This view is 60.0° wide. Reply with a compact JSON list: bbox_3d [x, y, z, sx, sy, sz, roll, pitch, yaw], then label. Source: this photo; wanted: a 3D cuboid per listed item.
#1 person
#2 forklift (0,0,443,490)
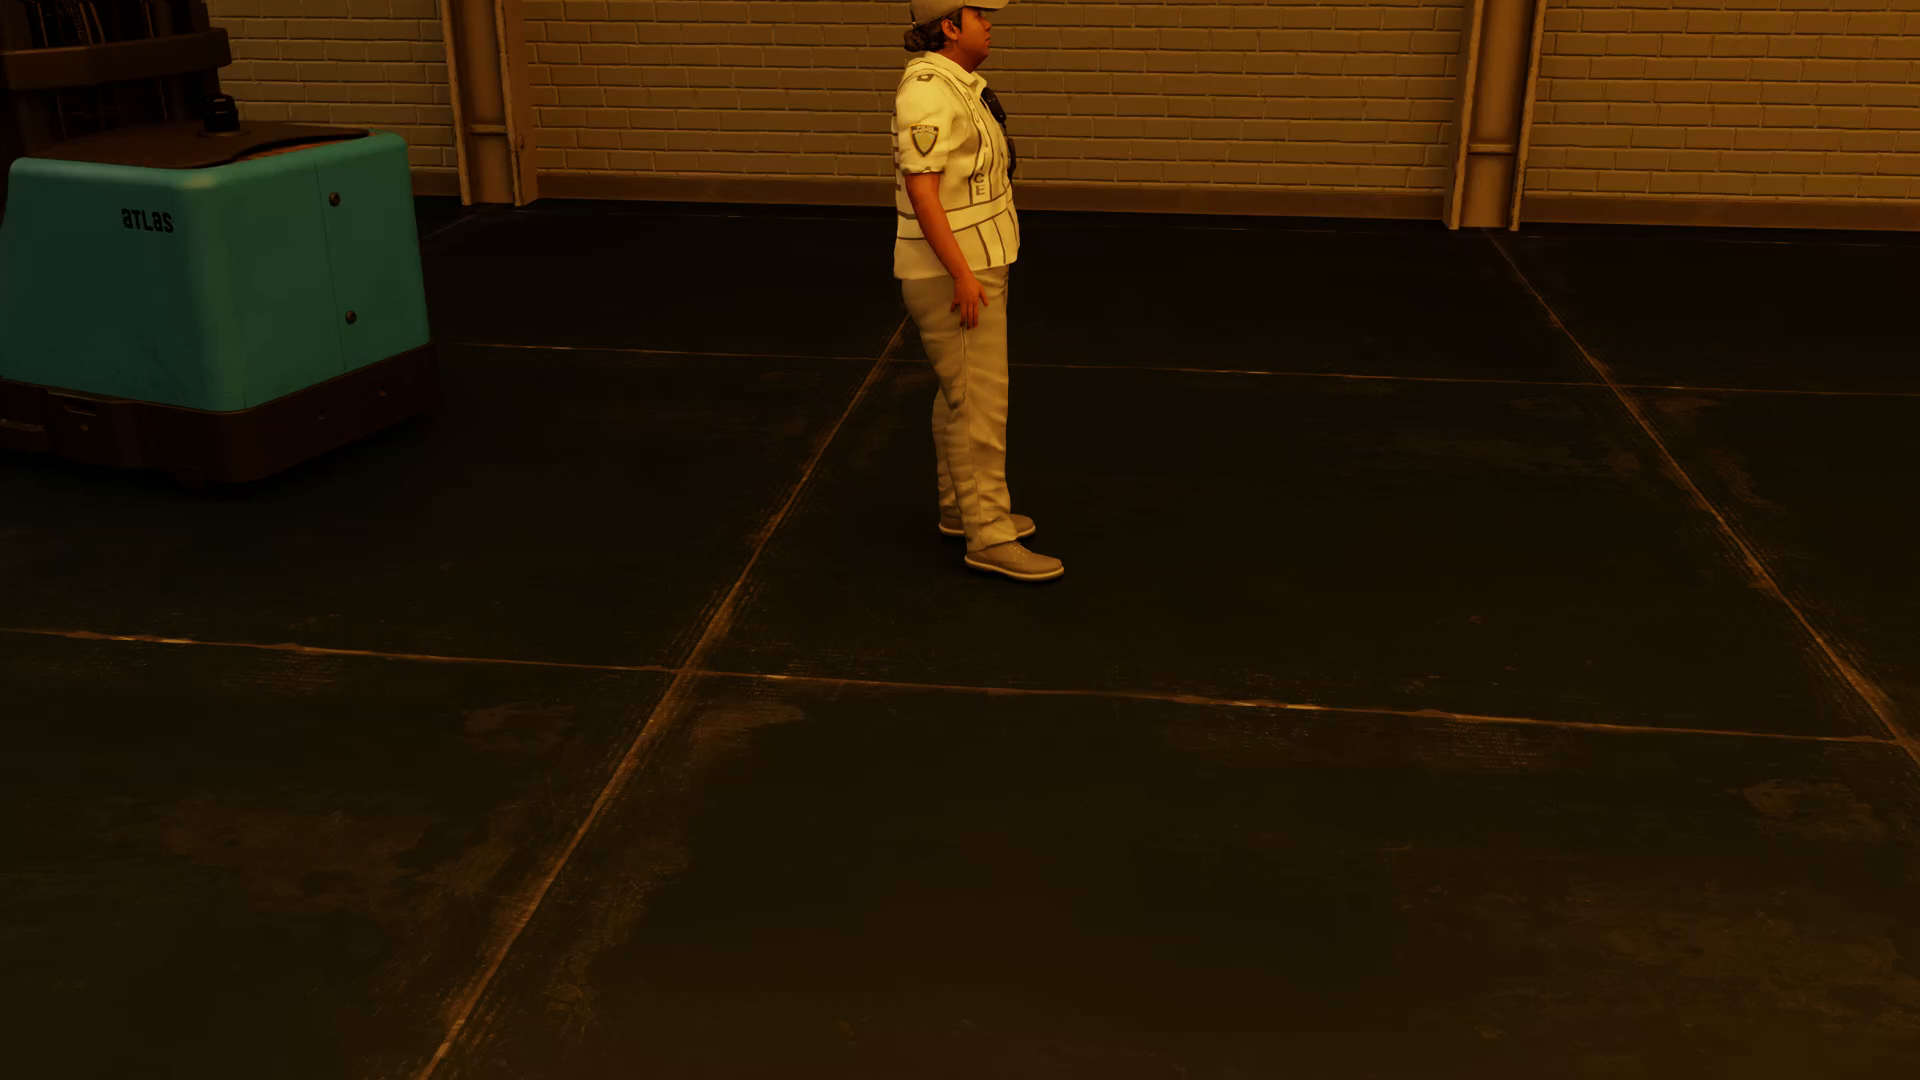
[{"bbox_3d":[0.073,-0.767,4.833,0.529,1.670,0.598,3,22,7],"label":"person"},{"bbox_3d":[-3.516,-1.868,5.893,3.031,2.935,1.130,9,24,21],"label":"forklift"}]
